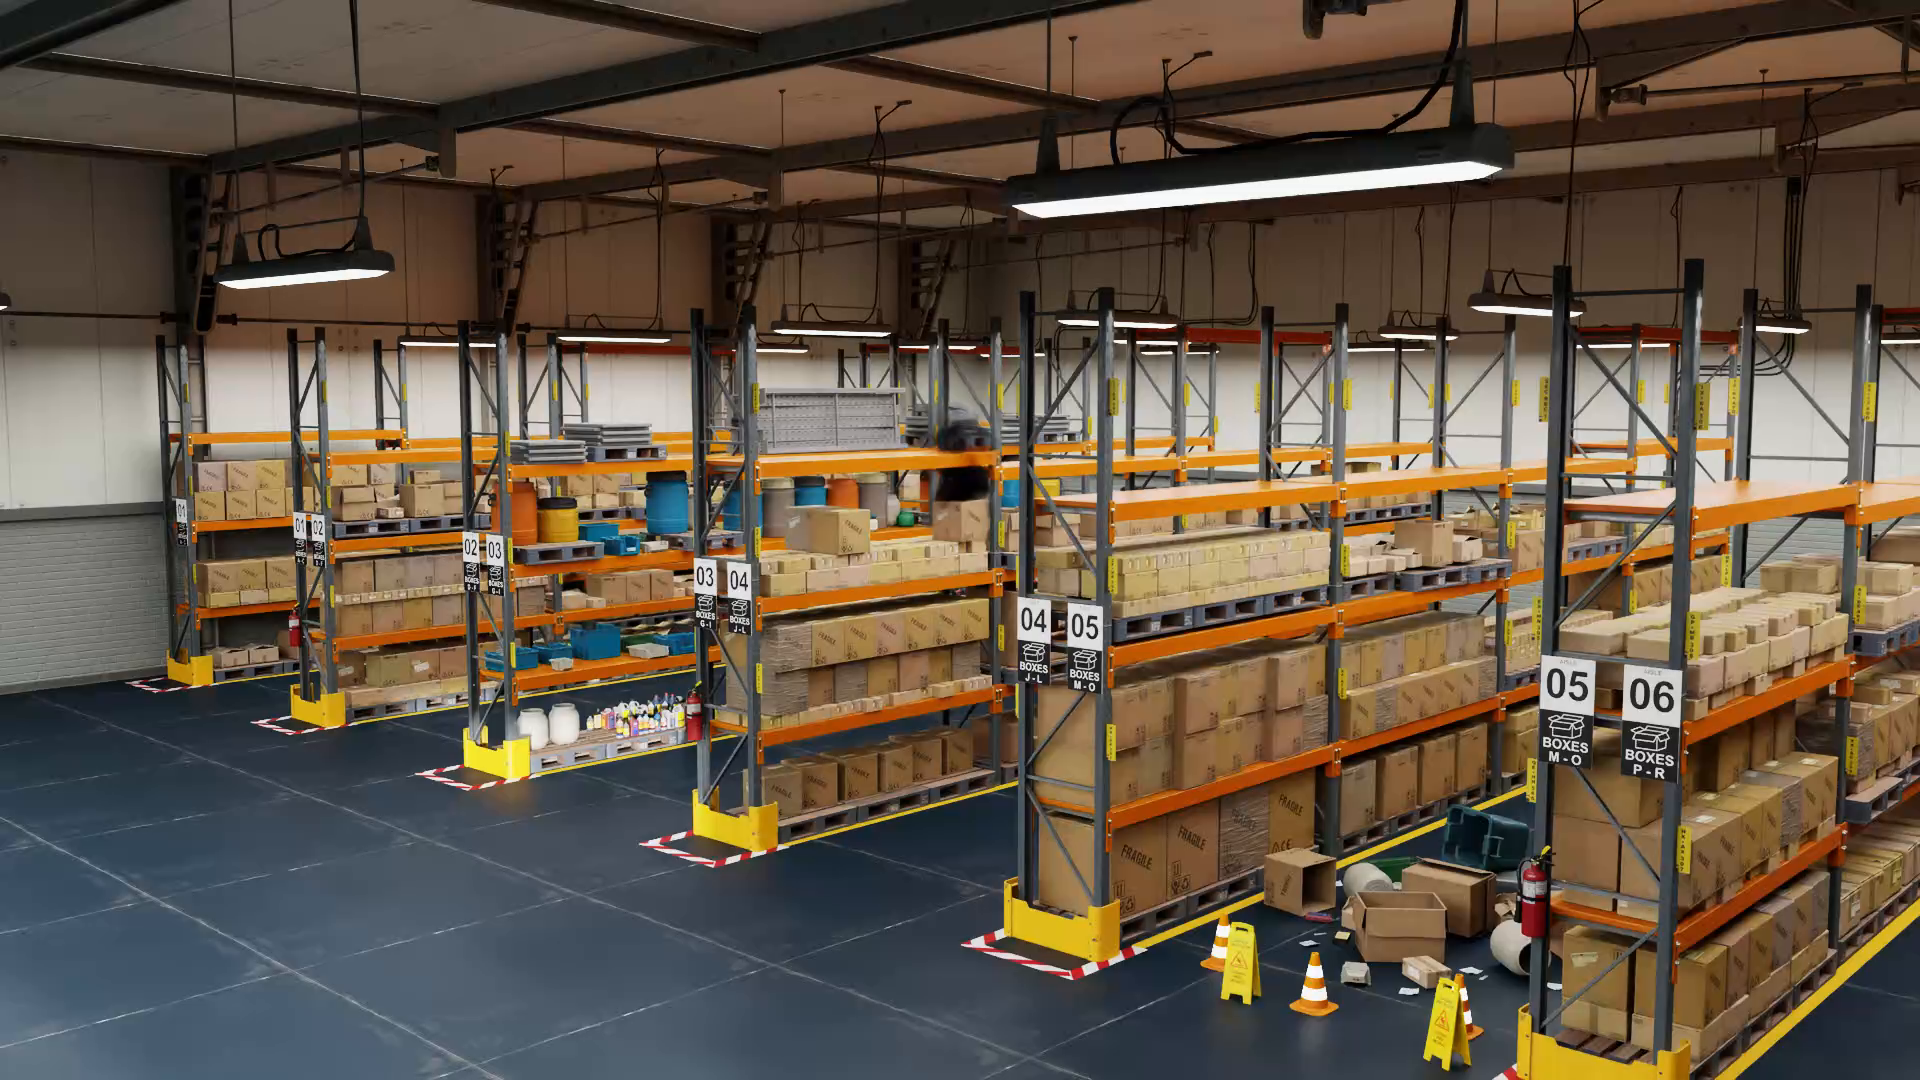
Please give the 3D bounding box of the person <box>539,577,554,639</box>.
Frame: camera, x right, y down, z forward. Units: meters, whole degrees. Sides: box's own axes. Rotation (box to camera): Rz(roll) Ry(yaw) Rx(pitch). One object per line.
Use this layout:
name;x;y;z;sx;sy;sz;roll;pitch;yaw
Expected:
person;-7.475;1.488;30.396;0.613;1.646;0.579;5;7;41

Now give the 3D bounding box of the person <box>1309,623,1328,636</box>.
person;5.250;2.012;24.332;0.627;1.815;0.821;3;6;33
